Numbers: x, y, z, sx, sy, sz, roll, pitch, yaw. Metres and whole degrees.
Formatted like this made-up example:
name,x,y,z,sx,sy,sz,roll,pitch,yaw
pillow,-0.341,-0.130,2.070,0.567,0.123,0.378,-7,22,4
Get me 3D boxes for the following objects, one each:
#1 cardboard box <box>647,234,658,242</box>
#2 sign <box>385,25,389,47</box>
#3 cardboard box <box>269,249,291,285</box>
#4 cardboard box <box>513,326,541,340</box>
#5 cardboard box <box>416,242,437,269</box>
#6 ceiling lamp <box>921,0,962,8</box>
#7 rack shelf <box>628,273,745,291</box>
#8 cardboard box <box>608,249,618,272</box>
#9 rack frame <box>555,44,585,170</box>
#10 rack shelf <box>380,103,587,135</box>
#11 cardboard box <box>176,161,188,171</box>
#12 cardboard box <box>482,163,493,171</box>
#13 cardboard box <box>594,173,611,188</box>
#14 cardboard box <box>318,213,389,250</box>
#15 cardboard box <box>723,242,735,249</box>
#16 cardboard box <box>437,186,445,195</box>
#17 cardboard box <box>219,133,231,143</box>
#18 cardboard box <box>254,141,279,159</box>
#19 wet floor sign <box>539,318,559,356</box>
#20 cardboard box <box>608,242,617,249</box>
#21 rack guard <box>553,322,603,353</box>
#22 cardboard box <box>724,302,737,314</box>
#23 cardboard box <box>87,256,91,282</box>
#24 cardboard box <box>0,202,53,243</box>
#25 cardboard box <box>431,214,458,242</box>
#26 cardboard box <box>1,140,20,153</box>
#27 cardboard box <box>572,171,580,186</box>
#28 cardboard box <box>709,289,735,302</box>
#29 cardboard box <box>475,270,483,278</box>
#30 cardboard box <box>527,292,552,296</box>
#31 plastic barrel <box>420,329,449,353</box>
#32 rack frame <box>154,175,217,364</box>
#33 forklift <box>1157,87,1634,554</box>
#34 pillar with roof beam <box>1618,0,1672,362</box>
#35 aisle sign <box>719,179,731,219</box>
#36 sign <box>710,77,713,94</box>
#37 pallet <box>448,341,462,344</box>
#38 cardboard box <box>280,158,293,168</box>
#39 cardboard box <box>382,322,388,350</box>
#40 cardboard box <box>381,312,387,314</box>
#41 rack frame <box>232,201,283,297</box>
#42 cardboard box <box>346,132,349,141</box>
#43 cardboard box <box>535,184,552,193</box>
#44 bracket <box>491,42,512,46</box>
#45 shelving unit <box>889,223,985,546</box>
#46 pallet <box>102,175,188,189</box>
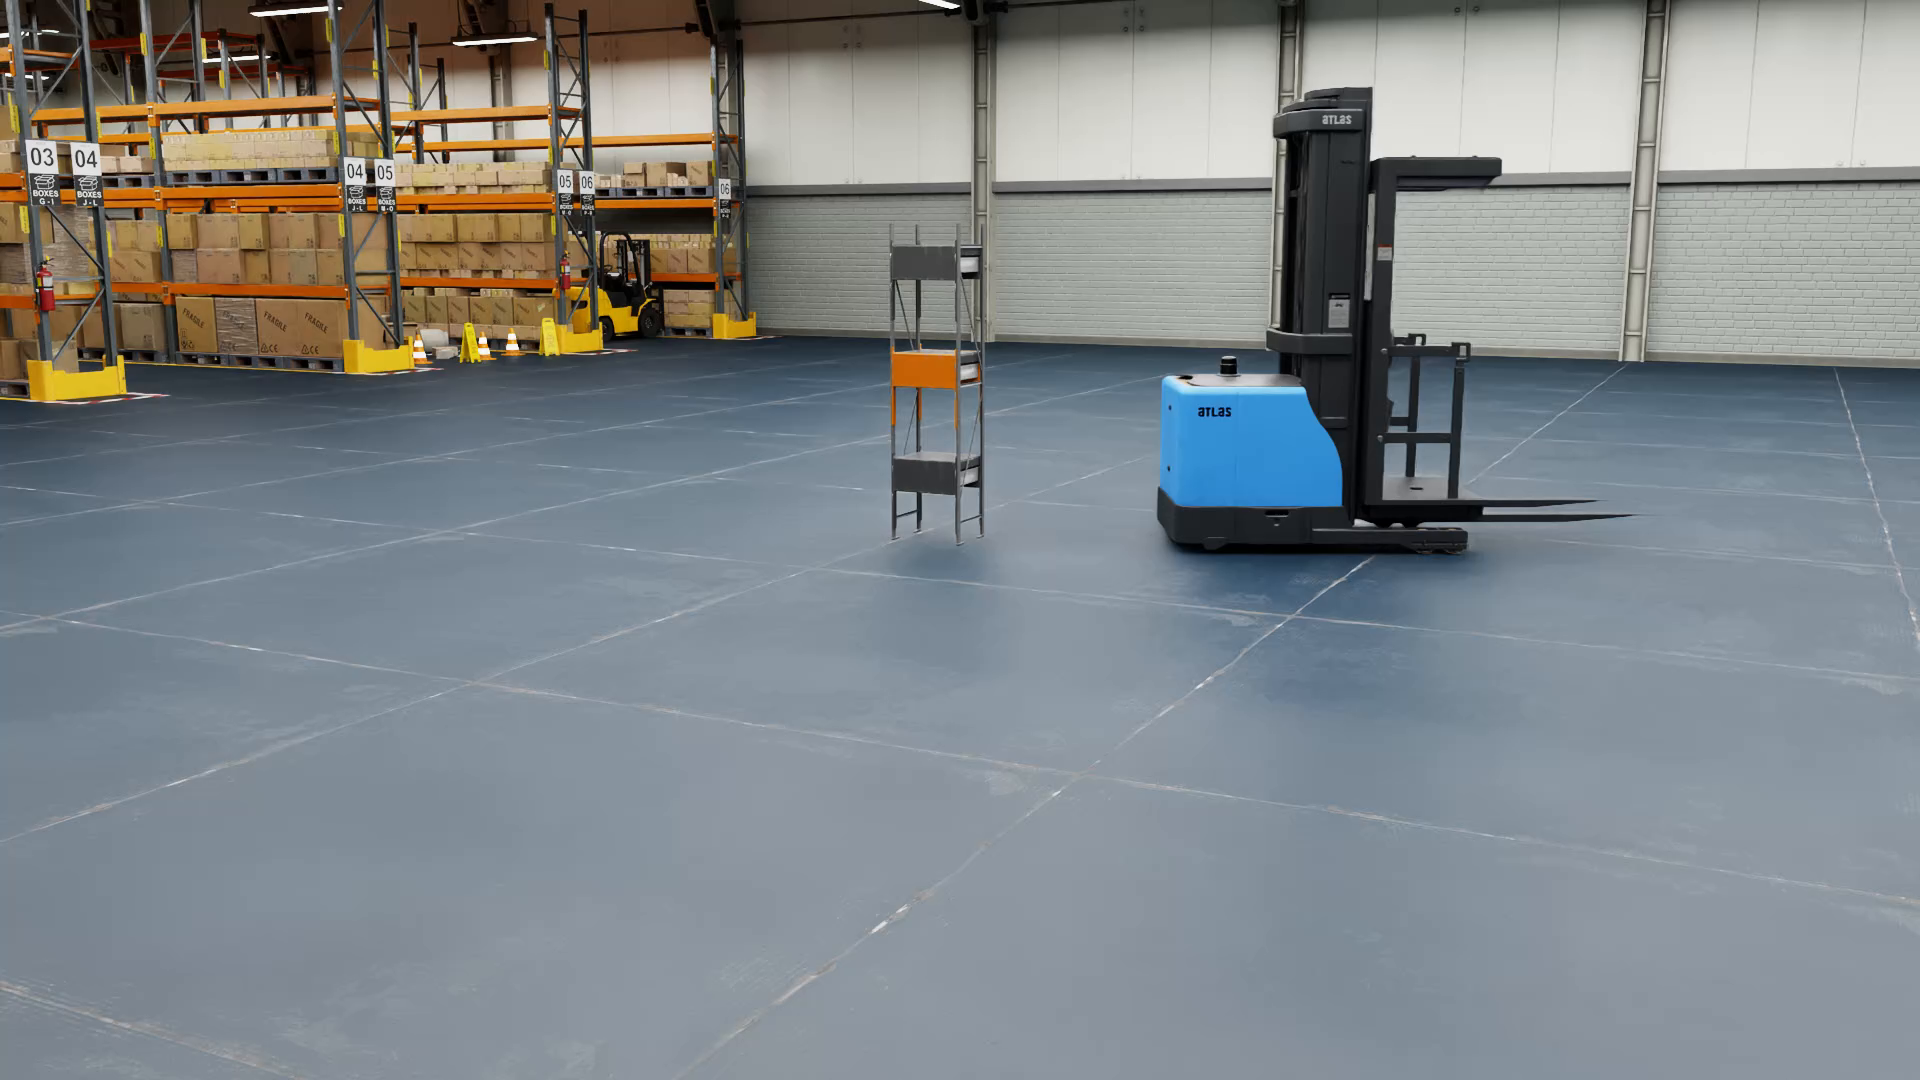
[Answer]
name,x,y,z,sx,sy,sz,roll,pitch,yaw
cardboard box,-6.298,-6.284,34.590,0.250,0.149,0.380,5,12,27
sign,-8.735,-7.676,25.307,0.005,0.325,0.100,5,11,26
cardboard box,-10.289,-4.298,26.135,0.550,0.550,0.875,5,11,26
cardboard box,-7.753,-3.773,30.196,0.500,0.250,0.500,5,11,26
cardboard box,-9.742,-5.293,30.935,0.500,0.500,0.500,5,11,26
ceiling lamp,-0.317,-10.365,26.844,0.800,3.185,2.000,5,11,26
rack shelf,-6.488,-5.493,35.181,4.000,0.370,1.077,5,11,26
cardboard box,-7.070,-5.899,35.123,0.500,0.500,0.500,5,11,25
rack frame,-8.281,-8.957,35.453,0.127,3.000,1.000,5,11,26
rack shelf,-8.681,-7.651,30.265,4.000,0.370,1.077,5,11,26
cardboard box,-12.165,-5.919,26.333,0.250,0.149,0.380,5,11,26
cardboard box,-8.416,-6.738,30.082,0.250,0.149,0.380,5,11,24
cardboard box,-7.643,-7.589,35.105,0.500,0.311,0.500,5,12,27
cardboard box,-9.302,-4.739,25.538,0.550,0.550,0.875,5,11,26
cardboard box,-4.884,-6.126,34.556,0.250,0.149,0.380,5,11,24
cardboard box,-9.380,-6.420,30.565,0.250,0.149,0.380,5,11,24
cardboard box,-11.256,-6.231,25.820,0.250,0.149,0.380,5,11,26
cardboard box,-10.447,-5.976,25.530,0.500,0.250,0.500,5,11,25
wet floor sign,-7.190,-3.552,29.047,0.267,0.644,0.232,-10,14,-43
cardboard box,-7.210,-6.218,35.061,0.250,0.149,0.380,5,11,25
rack guard,-6.955,-3.673,30.120,0.348,0.500,1.175,5,11,26
cardboard box,-5.024,-4.860,34.797,0.500,0.250,0.500,5,12,27
cardboard box,-14.523,-4.580,27.835,0.500,0.500,0.500,5,11,25
cardboard box,-11.875,-4.006,21.016,0.500,0.500,0.500,5,11,26
cardboard box,-9.289,-5.743,30.614,0.500,0.500,0.700,5,11,25
cardboard box,-11.659,-4.885,20.675,0.250,0.149,0.380,5,11,26
cardboard box,-7.220,-6.528,30.038,0.500,0.250,0.500,5,11,25
cardboard box,-5.041,-5.104,34.741,0.500,0.250,0.500,5,11,25
cardboard box,-8.679,-4.892,30.543,0.250,0.149,0.380,5,11,26
cardboard box,-9.447,-5.145,36.723,0.625,0.625,0.875,5,11,25
plastic barrel,-9.409,-3.550,29.657,0.512,0.421,0.421,-4,11,-23
rack frame,-12.574,-4.413,27.193,0.127,3.000,1.000,5,11,26
forklift,2.897,-1.444,10.980,3.031,2.935,1.130,0,10,-1
pillar with roof beam,9.318,-6.735,23.174,0.400,9.000,9.100,5,11,26
aisle sign,-4.765,-6.917,33.727,0.004,0.787,0.394,5,11,26
sign,-4.947,-9.055,33.149,0.005,0.325,0.100,5,11,26
pallet,-9.856,-3.793,31.593,1.213,0.211,1.003,5,11,26
cardboard box,-10.117,-5.739,25.339,0.250,0.149,0.380,5,11,26
cardboard box,-10.425,-3.542,29.005,0.503,0.637,0.797,5,11,26
cardboard box,-11.592,-4.223,32.338,0.625,0.372,0.950,6,12,29
rack frame,-14.061,-5.527,33.347,0.127,3.000,1.000,5,11,26
cardboard box,-9.369,-6.196,25.626,0.250,0.149,0.380,5,11,26
cardboard box,-7.331,-6.233,29.528,0.250,0.149,0.380,5,11,26
bracket,-10.085,-10.995,36.608,0.430,0.232,0.235,5,11,26
shelving unit,-0.148,-1.046,11.115,0.503,2.100,0.431,5,11,26
pallet,-13.418,-5.860,27.299,1.217,0.209,0.805,5,11,24
